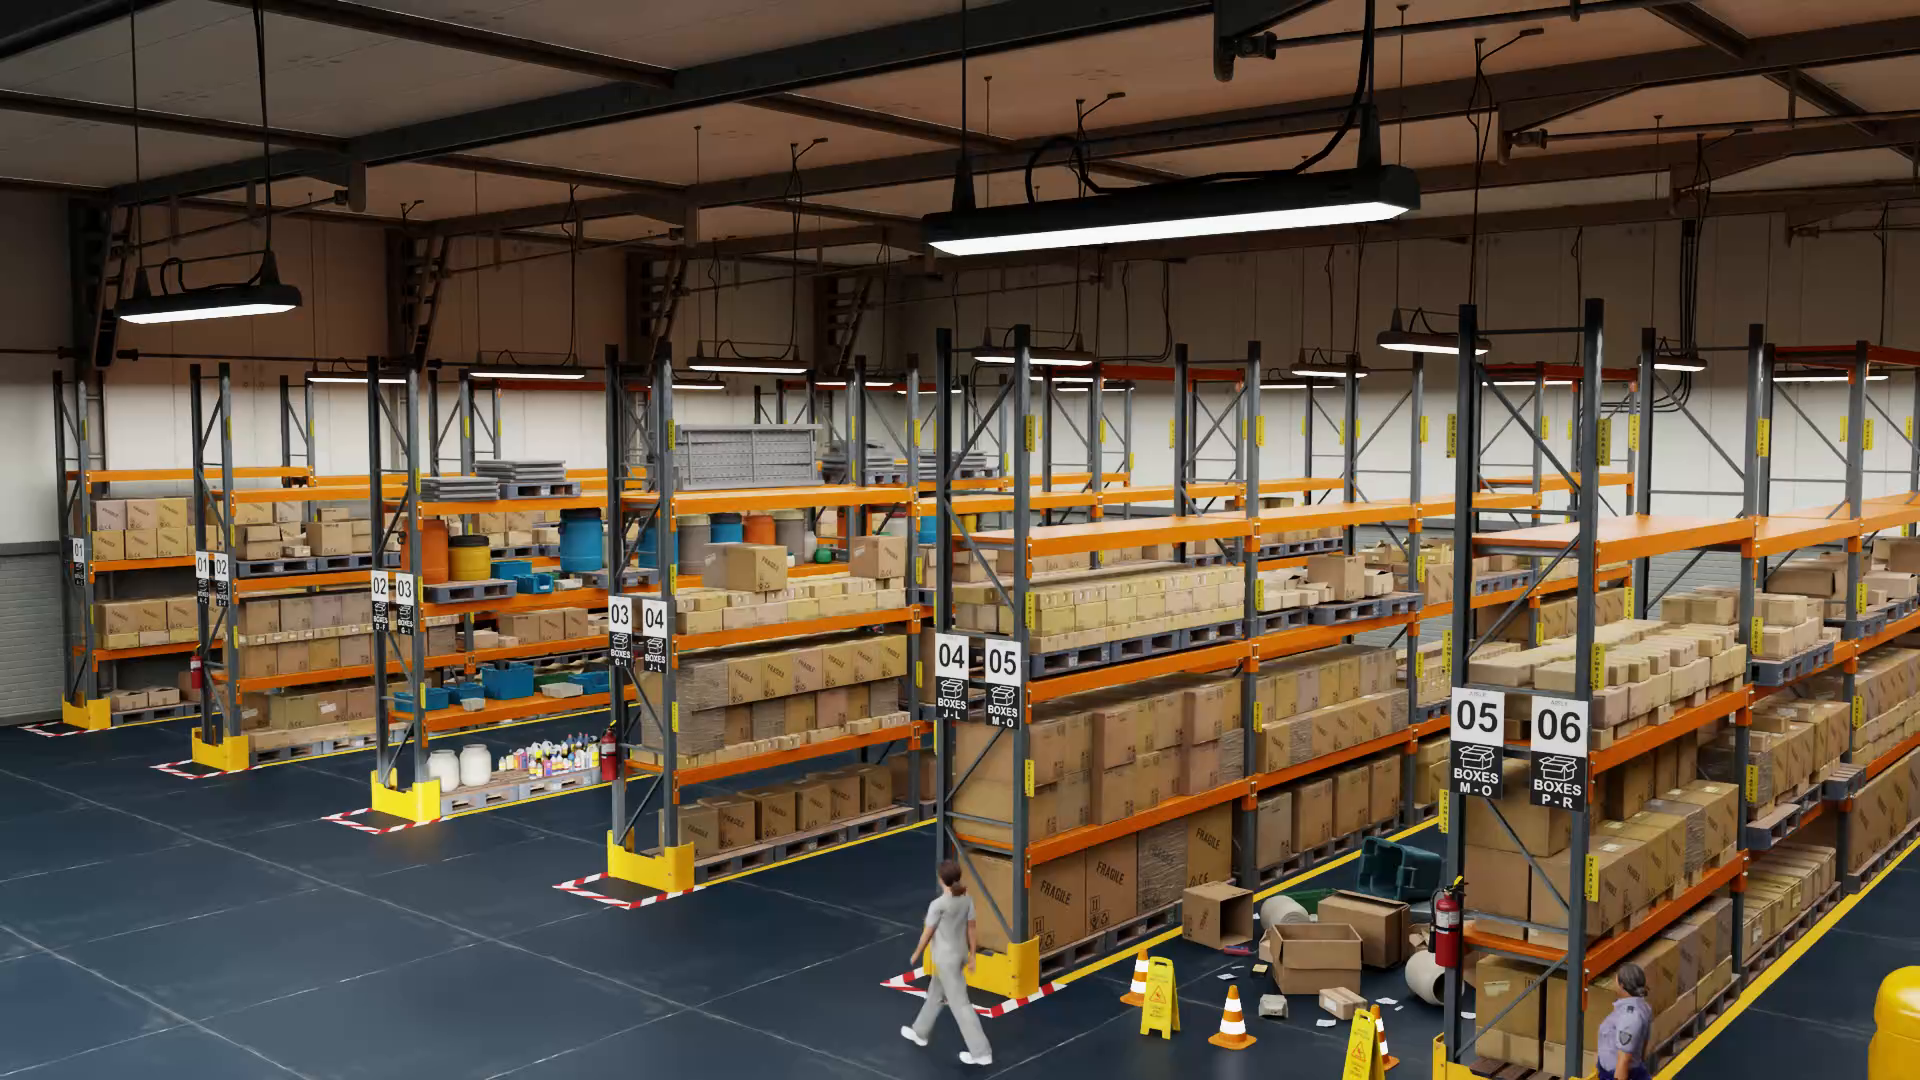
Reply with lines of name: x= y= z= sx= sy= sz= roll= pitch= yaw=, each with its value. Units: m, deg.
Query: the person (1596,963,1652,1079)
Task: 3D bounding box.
person: x=4.351 y=3.554 z=10.788 sx=0.609 sy=1.640 sz=0.461 roll=0 pitch=4 yaw=2

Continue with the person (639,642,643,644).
person: x=-5.358 y=2.268 z=28.865 sx=0.373 sy=1.709 sz=0.521 roll=4 pitch=6 yaw=42

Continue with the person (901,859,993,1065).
person: x=-0.155 y=3.361 z=13.397 sx=0.967 sy=1.622 sz=0.443 roll=2 pitch=5 yaw=29

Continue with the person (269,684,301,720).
person: x=-11.431 y=2.267 z=28.177 sx=0.484 sy=1.805 sz=0.690 roll=4 pitch=5 yaw=41
